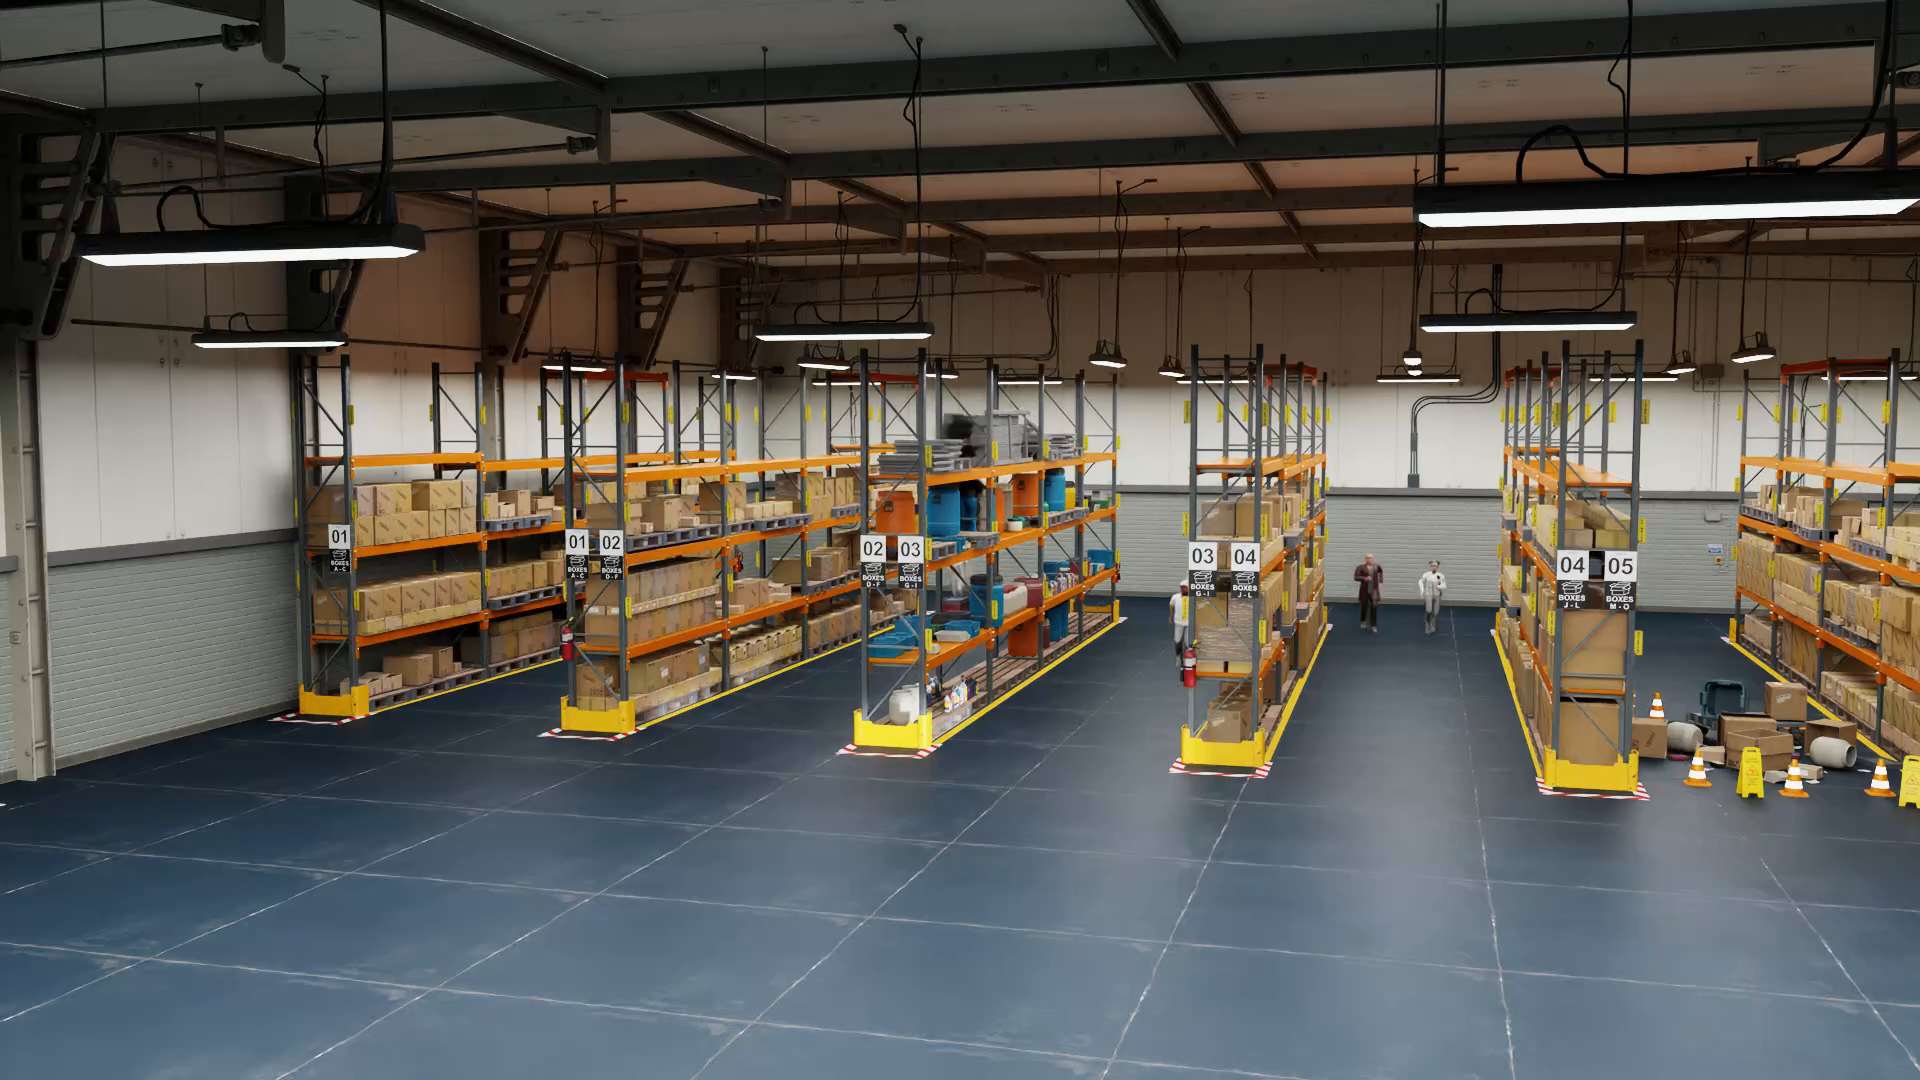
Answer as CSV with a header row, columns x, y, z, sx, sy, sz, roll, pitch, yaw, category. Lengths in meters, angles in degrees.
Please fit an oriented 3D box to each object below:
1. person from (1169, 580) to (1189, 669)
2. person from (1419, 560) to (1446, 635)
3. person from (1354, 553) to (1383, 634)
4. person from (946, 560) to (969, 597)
x,y,z,sx,sy,sz,roll,pitch,yaw,category
4.427,1.667,32.752,0.676,1.754,0.688,1,4,16,person
10.802,1.315,37.985,0.568,1.712,0.694,1,4,9,person
9.437,1.207,38.440,0.709,1.817,0.976,0,4,3,person
-0.069,1.005,42.221,0.525,1.713,0.818,1,4,10,person
